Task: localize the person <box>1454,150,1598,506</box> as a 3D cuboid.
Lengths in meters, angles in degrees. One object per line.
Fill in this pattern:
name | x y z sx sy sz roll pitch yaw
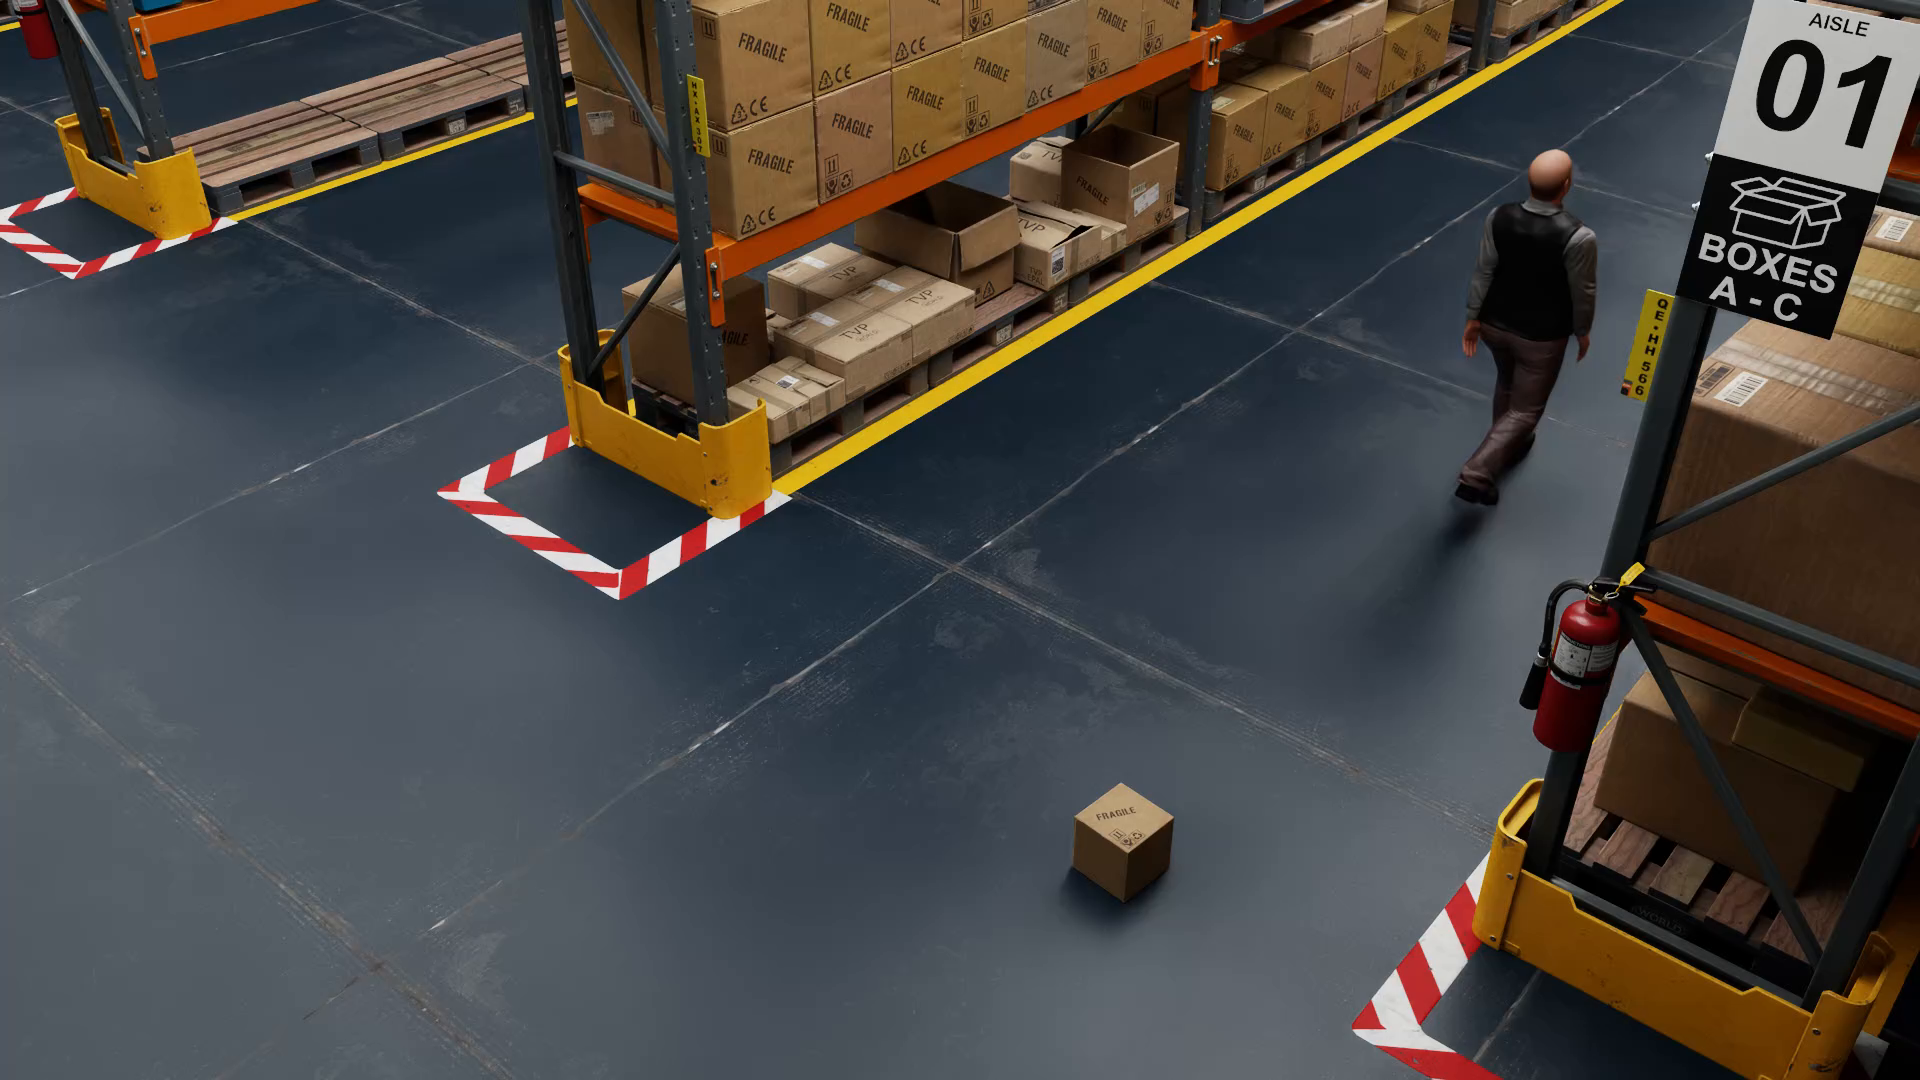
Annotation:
person | 2.574 -0.960 7.550 0.938 1.689 0.540 -28 43 -34
